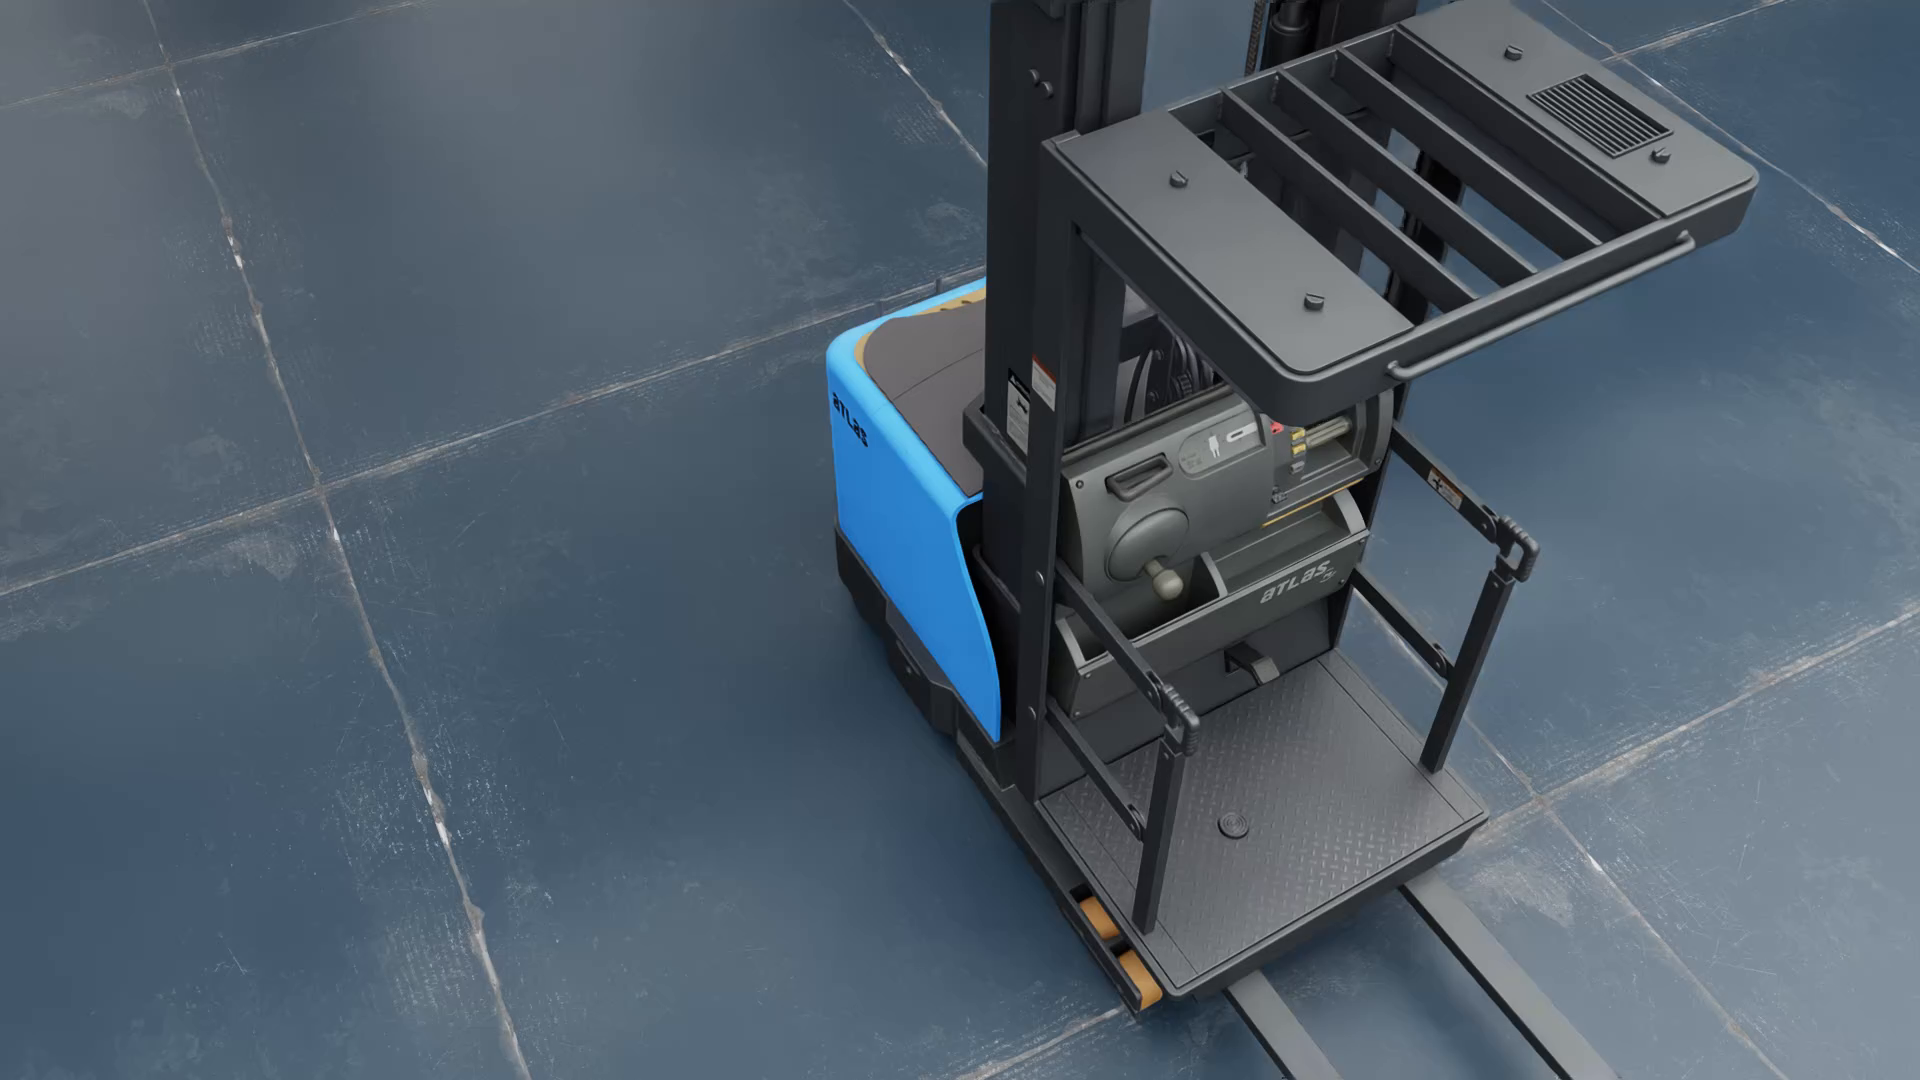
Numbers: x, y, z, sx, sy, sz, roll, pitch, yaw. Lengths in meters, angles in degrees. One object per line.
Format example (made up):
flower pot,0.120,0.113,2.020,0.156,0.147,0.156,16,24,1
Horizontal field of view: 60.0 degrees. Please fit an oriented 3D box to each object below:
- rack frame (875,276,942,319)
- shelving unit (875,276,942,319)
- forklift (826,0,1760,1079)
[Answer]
rack frame,-0.161,-0.497,5.587,0.240,0.900,0.006,-24,53,-20
shelving unit,-0.110,-0.431,5.529,0.258,0.900,0.210,-24,53,-20
forklift,0.773,-0.073,3.867,1.130,2.935,3.031,-24,53,-20
